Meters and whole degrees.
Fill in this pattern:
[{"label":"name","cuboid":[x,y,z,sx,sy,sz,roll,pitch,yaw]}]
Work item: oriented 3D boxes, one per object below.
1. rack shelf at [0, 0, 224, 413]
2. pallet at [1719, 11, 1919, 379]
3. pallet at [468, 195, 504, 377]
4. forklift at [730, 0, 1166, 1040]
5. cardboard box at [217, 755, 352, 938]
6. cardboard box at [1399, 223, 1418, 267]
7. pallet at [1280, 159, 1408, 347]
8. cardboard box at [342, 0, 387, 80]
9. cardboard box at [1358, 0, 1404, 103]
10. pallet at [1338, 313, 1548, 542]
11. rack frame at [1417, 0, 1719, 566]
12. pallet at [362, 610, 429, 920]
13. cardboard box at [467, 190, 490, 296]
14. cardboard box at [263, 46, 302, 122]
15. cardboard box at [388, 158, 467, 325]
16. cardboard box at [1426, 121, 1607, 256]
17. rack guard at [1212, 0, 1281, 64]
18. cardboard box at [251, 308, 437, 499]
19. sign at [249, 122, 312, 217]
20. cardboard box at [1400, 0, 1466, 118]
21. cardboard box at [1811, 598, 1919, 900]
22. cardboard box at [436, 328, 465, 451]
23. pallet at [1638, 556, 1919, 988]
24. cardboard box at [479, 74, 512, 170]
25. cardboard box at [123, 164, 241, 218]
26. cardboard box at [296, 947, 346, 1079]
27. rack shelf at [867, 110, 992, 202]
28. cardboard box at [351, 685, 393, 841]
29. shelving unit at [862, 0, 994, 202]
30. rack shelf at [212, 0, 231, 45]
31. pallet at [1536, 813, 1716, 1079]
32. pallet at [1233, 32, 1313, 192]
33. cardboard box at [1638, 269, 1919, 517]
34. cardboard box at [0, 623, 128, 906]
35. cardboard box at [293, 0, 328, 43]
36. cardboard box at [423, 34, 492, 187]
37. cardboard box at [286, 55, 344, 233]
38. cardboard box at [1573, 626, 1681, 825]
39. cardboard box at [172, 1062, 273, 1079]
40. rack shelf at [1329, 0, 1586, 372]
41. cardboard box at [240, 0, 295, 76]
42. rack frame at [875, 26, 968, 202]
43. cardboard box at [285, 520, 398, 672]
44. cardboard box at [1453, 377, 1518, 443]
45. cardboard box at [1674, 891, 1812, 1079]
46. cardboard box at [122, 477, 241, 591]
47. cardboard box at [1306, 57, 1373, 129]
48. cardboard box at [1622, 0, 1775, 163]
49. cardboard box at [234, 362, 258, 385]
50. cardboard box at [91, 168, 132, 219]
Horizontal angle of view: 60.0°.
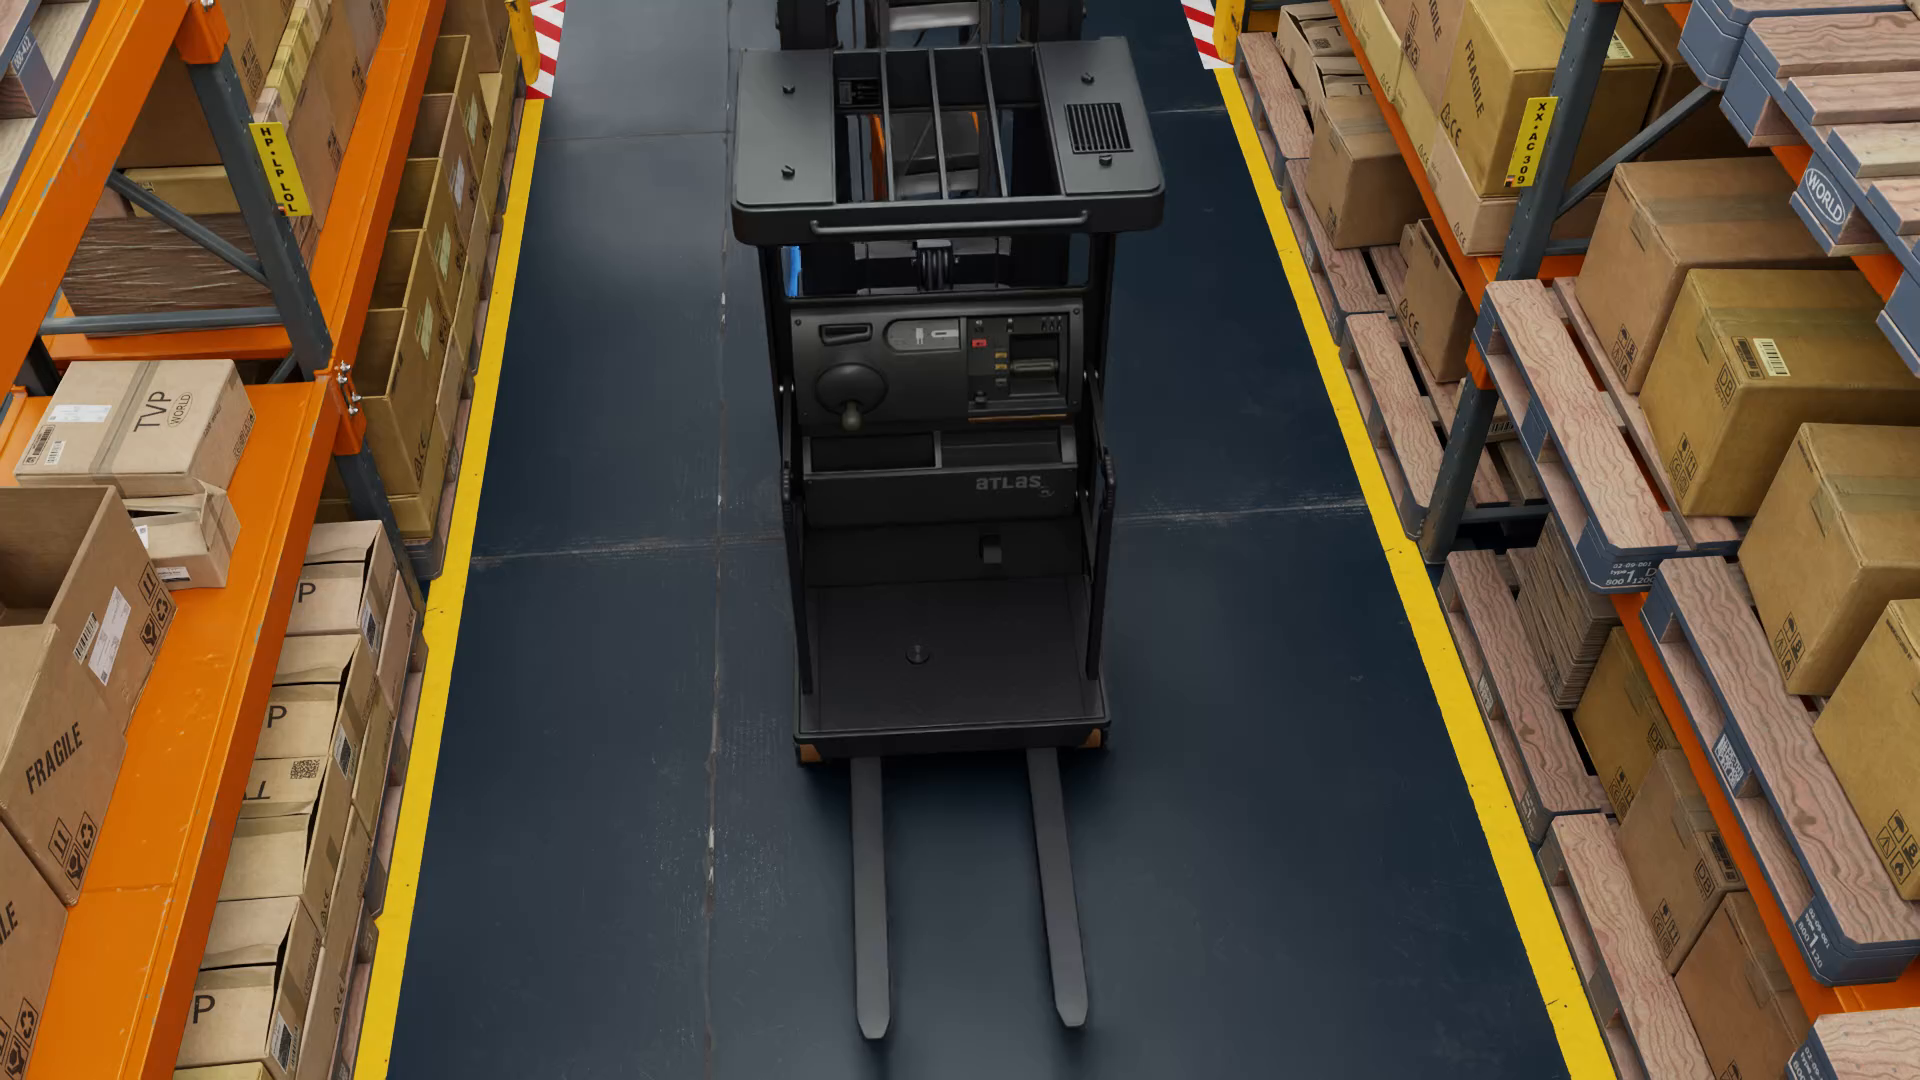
[{"label":"rack shelf","cuboid":[-2.413,-0.035,3.147,1.077,0.370,4.000,-3,47,-3]},{"label":"pallet","cuboid":[2.391,-0.766,3.473,1.213,0.211,1.003,-3,47,-3]},{"label":"pallet","cuboid":[-2.711,-1.202,7.743,1.003,0.211,1.213,-3,47,-3]},{"label":"forklift","cuboid":[-0.053,-0.461,5.168,1.130,2.935,3.031,-3,47,-3]},{"label":"cardboard box","cuboid":[-2.172,0.923,5.028,0.500,0.311,0.500,-4,47,-3]},{"label":"cardboard box","cuboid":[2.241,-1.332,7.606,0.380,0.149,0.250,-7,47,-6]},{"label":"pallet","cuboid":[2.159,-1.412,7.942,1.003,0.211,1.213,-3,47,-3]},{"label":"cardboard box","cuboid":[-2.757,-2.168,6.669,0.700,0.500,0.500,-2,47,-2]},{"label":"cardboard box","cuboid":[1.923,-2.006,6.673,0.500,0.250,0.500,-4,47,-4]},{"label":"pallet","cuboid":[2.264,-0.527,7.104,1.003,0.211,1.213,-3,47,-3]},{"label":"rack frame","cuboid":[2.355,-1.002,5.633,1.000,3.000,0.127,-3,47,-3]},{"label":"pallet","cuboid":[-2.480,0.791,5.855,1.003,0.211,1.213,-3,47,-3]},{"label":"cardboard box","cuboid":[-2.439,-1.337,7.555,0.500,0.250,0.500,-3,47,-3]},{"label":"cardboard box","cuboid":[-2.455,-1.530,5.618,0.380,0.149,0.250,-5,47,-4]},{"label":"cardboard box","cuboid":[-2.391,-1.233,6.940,0.500,0.500,0.500,-3,47,-3]},{"label":"cardboard box","cuboid":[2.014,-1.282,5.987,0.500,0.250,0.500,-3,47,-3]},{"label":"rack guard","cuboid":[2.027,-2.982,9.230,1.175,0.500,0.348,-3,47,-3]},{"label":"cardboard box","cuboid":[-2.307,-0.510,6.255,0.500,0.500,0.500,-3,47,-3]},{"label":"sign","cuboid":[-2.041,-1.109,4.992,0.100,0.325,0.005,-3,47,-3]},{"label":"cardboard box","cuboid":[1.960,-1.899,6.056,0.500,0.500,0.500,-4,47,-4]},{"label":"cardboard box","cuboid":[2.514,0.467,3.870,0.700,0.500,0.500,-3,47,-3]},{"label":"cardboard box","cuboid":[-2.354,-0.613,6.869,0.500,0.250,0.500,-3,47,-3]},{"label":"pallet","cuboid":[2.484,0.528,4.316,1.003,0.211,1.213,-3,47,-3]},{"label":"cardboard box","cuboid":[-2.522,-2.060,8.240,0.500,0.250,0.500,-3,47,-3]},{"label":"cardboard box","cuboid":[-2.410,-1.162,5.269,0.380,0.149,0.250,-4,47,-3]},{"label":"cardboard box","cuboid":[-2.132,1.490,4.878,0.500,0.250,0.500,-3,47,-2]},{"label":"rack shelf","cuboid":[-0.126,-1.488,6.726,0.431,0.518,0.480,-7,46,-6]},{"label":"cardboard box","cuboid":[-2.216,0.751,5.577,0.500,0.250,0.500,-4,47,-4]},{"label":"shelving unit","cuboid":[-0.127,-1.497,6.716,0.431,2.100,0.503,-7,46,-6]},{"label":"rack shelf","cuboid":[-2.748,-2.929,5.888,1.077,0.370,4.000,-3,47,-3]},{"label":"pallet","cuboid":[2.527,1.405,5.274,1.003,0.211,1.213,-3,47,-3]},{"label":"pallet","cuboid":[2.060,-2.292,8.776,1.003,0.211,1.213,-3,47,-3]},{"label":"cardboard box","cuboid":[2.404,-0.413,4.703,0.700,0.500,0.500,1,47,1]},{"label":"cardboard box","cuboid":[-2.447,0.567,4.078,0.500,0.500,0.500,-3,47,-3]},{"label":"cardboard box","cuboid":[-2.497,-1.901,5.969,0.380,0.149,0.250,-5,47,-5]},{"label":"cardboard box","cuboid":[-2.476,-1.957,7.625,0.500,0.500,0.500,-3,47,-3]},{"label":"cardboard box","cuboid":[-2.675,-1.435,5.974,0.700,0.500,0.500,-4,47,-4]},{"label":"cardboard box","cuboid":[2.527,0.608,5.526,0.700,0.500,0.500,-4,47,-4]},{"label":"cardboard box","cuboid":[-2.090,1.658,4.332,0.500,0.311,0.500,-5,47,-4]},{"label":"rack shelf","cuboid":[2.188,-2.202,7.265,1.077,0.370,4.000,-3,47,-3]},{"label":"cardboard box","cuboid":[-2.668,-1.865,5.488,0.700,0.500,0.500,-4,47,-3]},{"label":"rack frame","cuboid":[-0.166,-1.669,6.885,0.400,2.100,0.015,-7,46,-6]},{"label":"cardboard box","cuboid":[-2.261,0.185,5.727,0.500,0.311,0.500,-3,47,-3]},{"label":"cardboard box","cuboid":[2.281,-0.564,6.867,0.380,0.166,0.250,-9,47,-8]},{"label":"cardboard box","cuboid":[2.581,1.345,4.829,0.700,0.500,0.500,-4,47,-4]},{"label":"cardboard box","cuboid":[-2.324,-0.027,4.802,0.396,0.266,0.258,-5,47,-4]},{"label":"cardboard box","cuboid":[2.036,-2.204,8.321,0.500,0.311,0.500,0,47,0]},{"label":"cardboard box","cuboid":[2.524,-1.568,5.742,0.500,0.500,0.500,-4,47,-4]},{"label":"cardboard box","cuboid":[-2.867,-0.840,6.567,0.500,0.500,0.500,-3,47,-3]},{"label":"cardboard box","cuboid":[-2.817,-1.140,5.248,0.380,0.149,0.250,-4,47,-3]}]
